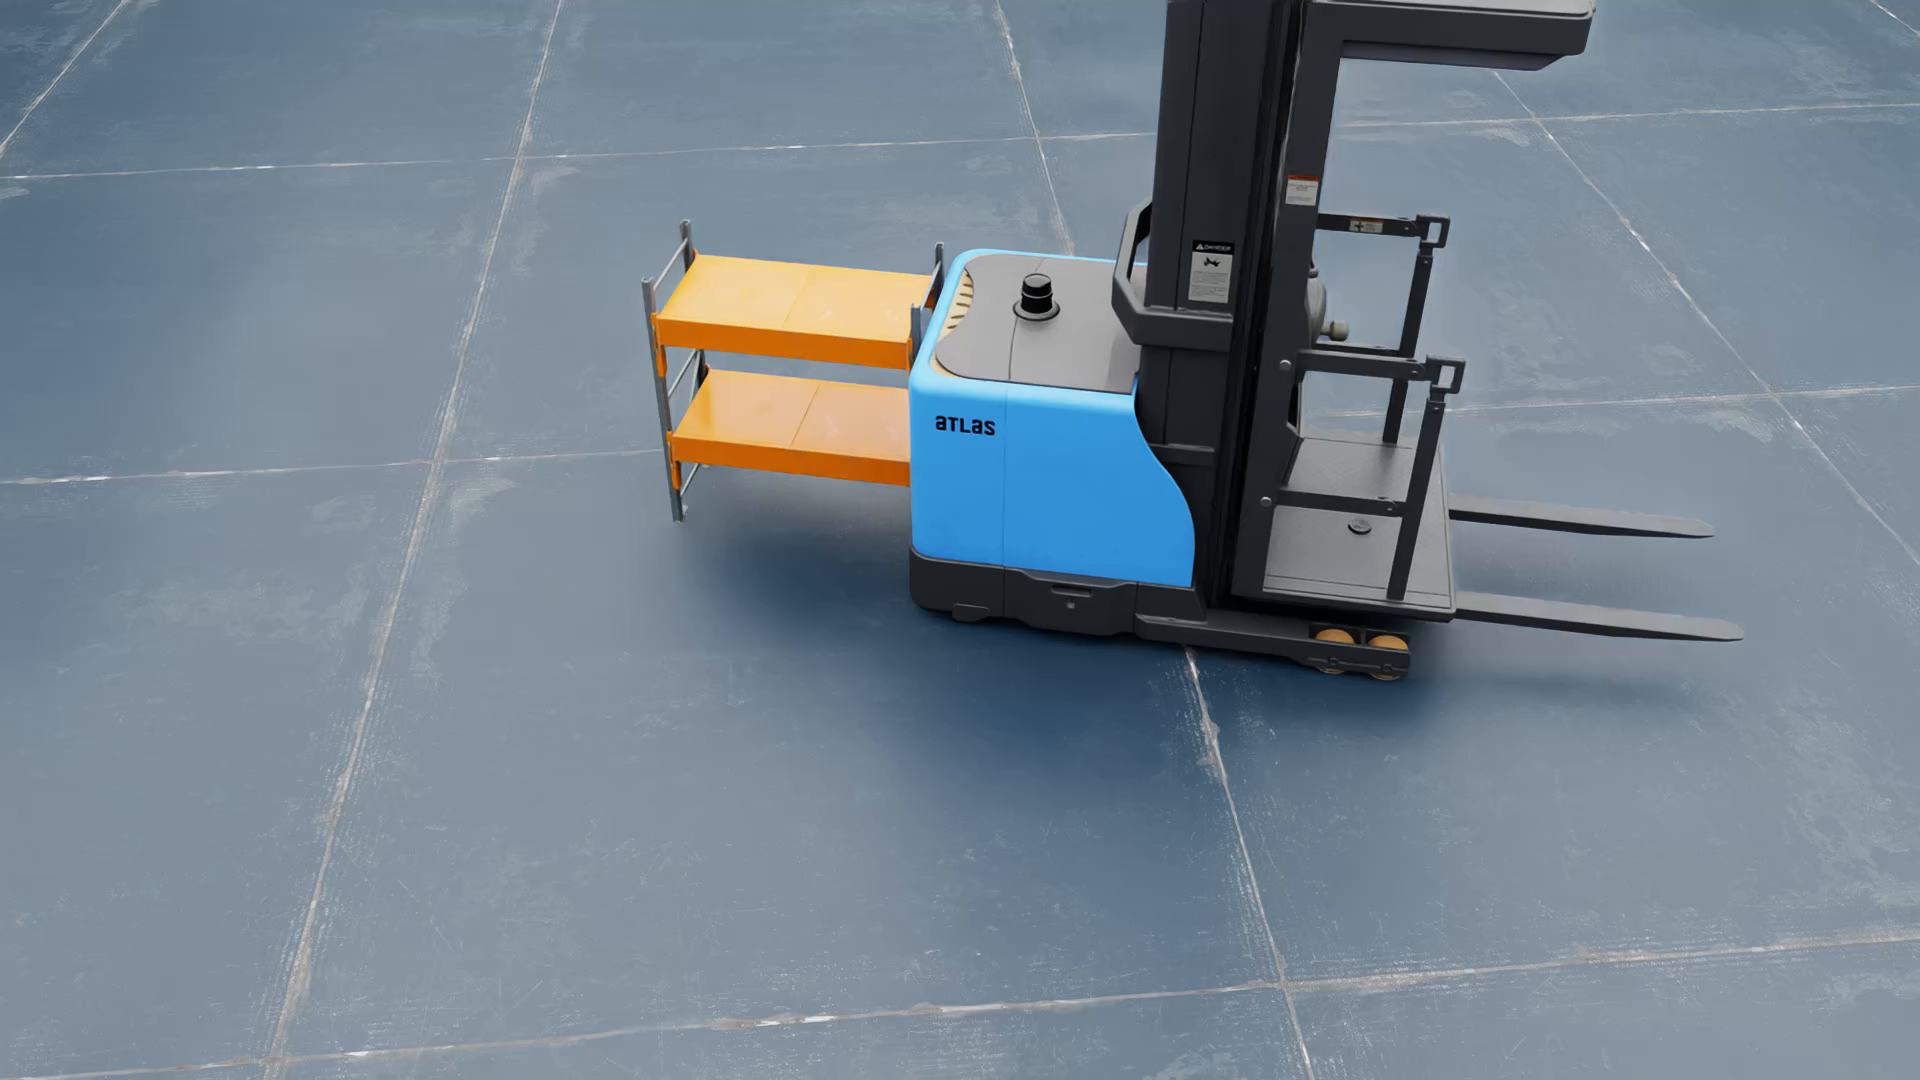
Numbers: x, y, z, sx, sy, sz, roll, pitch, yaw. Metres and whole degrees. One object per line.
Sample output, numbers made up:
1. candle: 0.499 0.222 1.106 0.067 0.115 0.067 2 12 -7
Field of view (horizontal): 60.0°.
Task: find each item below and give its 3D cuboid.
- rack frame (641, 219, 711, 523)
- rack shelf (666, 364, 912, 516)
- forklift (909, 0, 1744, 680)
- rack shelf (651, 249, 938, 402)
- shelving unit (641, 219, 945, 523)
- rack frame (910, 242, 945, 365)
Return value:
1. rack frame: -1.119 -0.664 6.683 0.032 1.125 0.500 7 39 8
2. rack shelf: -0.619 -0.415 6.762 1.000 0.278 0.538 7 39 8
3. forklift: 1.374 -0.995 5.645 3.031 2.935 1.130 6 39 8
4. rack shelf: -0.619 -0.836 6.429 1.000 0.278 0.538 7 39 8
5. shelving unit: -0.619 -0.607 6.611 1.048 1.125 0.538 7 39 8
6. rack frame: -0.119 -0.549 6.538 0.032 1.125 0.500 7 39 8
